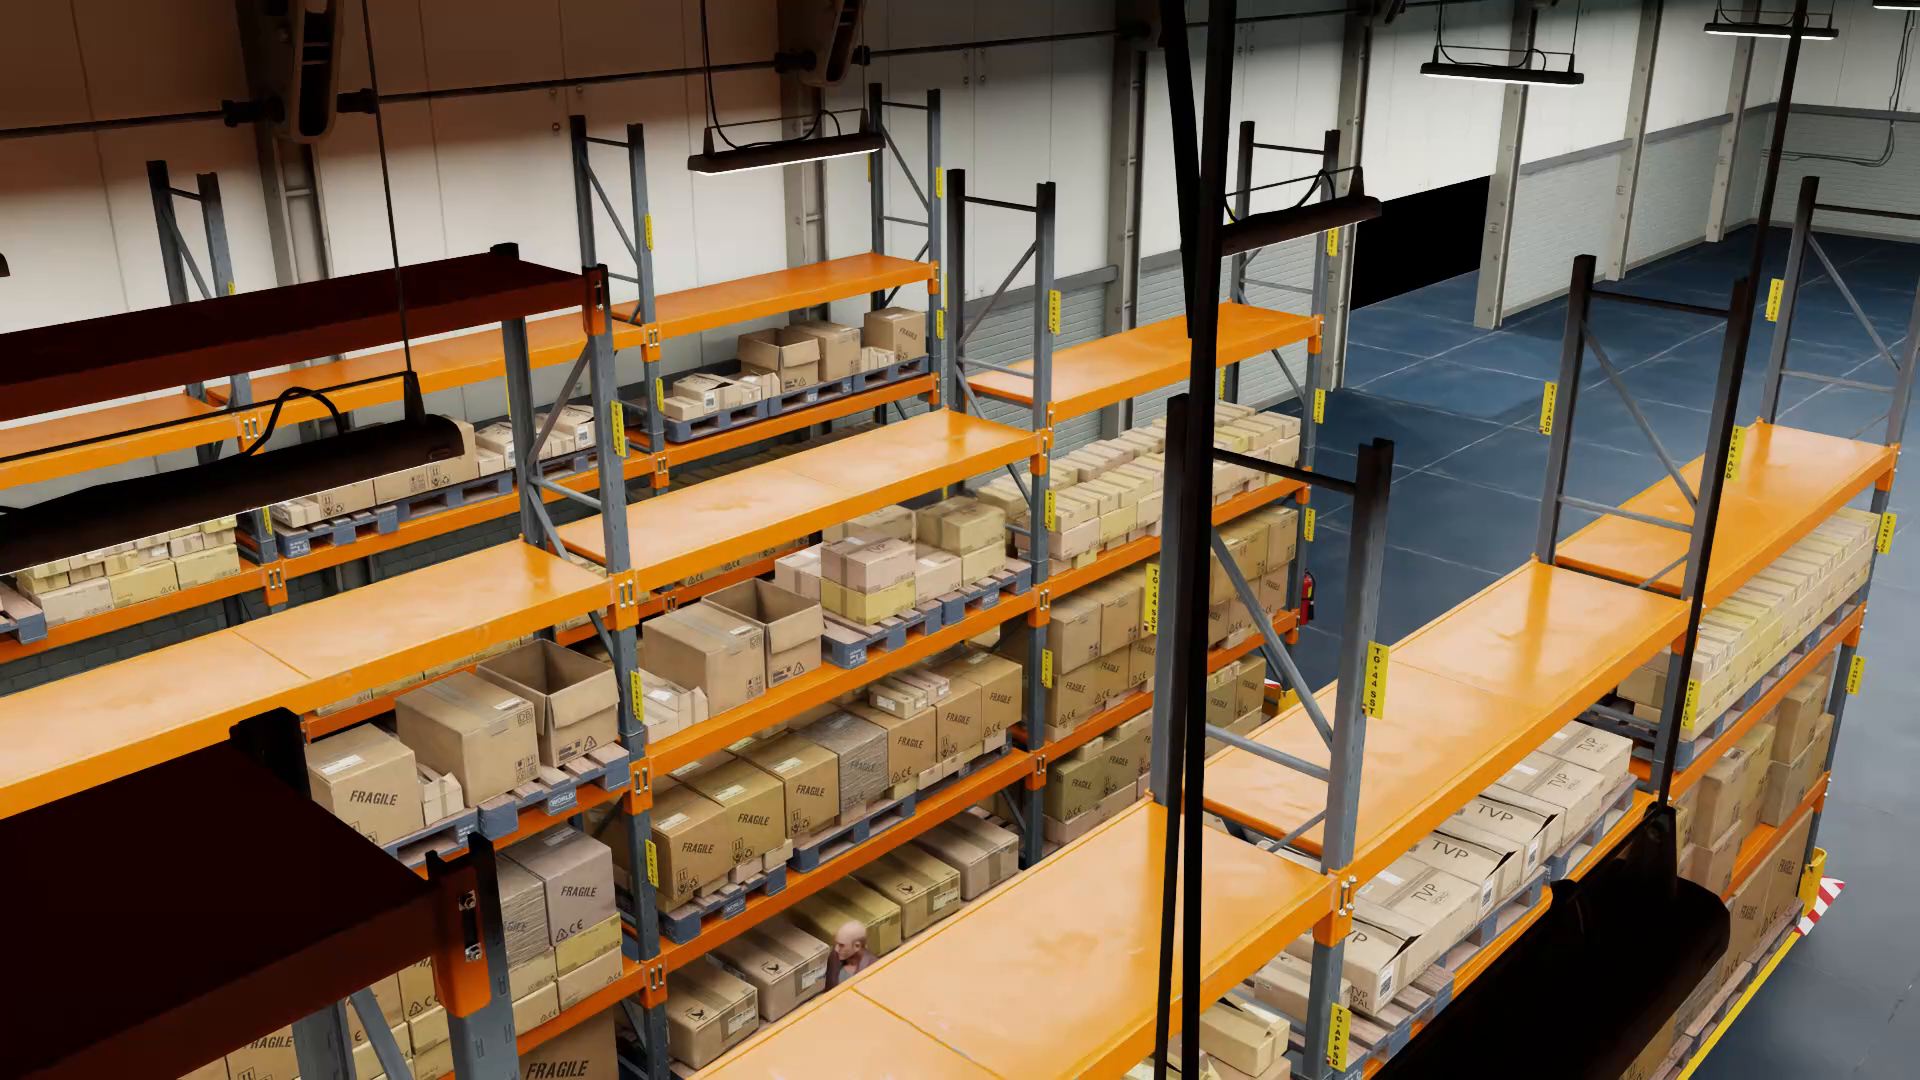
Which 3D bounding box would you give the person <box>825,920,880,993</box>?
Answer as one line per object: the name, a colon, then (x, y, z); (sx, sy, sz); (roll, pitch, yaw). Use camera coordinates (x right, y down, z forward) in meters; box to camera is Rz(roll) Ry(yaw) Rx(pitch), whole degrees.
person: (-0.693, 3.312, 10.995); (0.626, 1.778, 0.456); (18, 27, 38)
